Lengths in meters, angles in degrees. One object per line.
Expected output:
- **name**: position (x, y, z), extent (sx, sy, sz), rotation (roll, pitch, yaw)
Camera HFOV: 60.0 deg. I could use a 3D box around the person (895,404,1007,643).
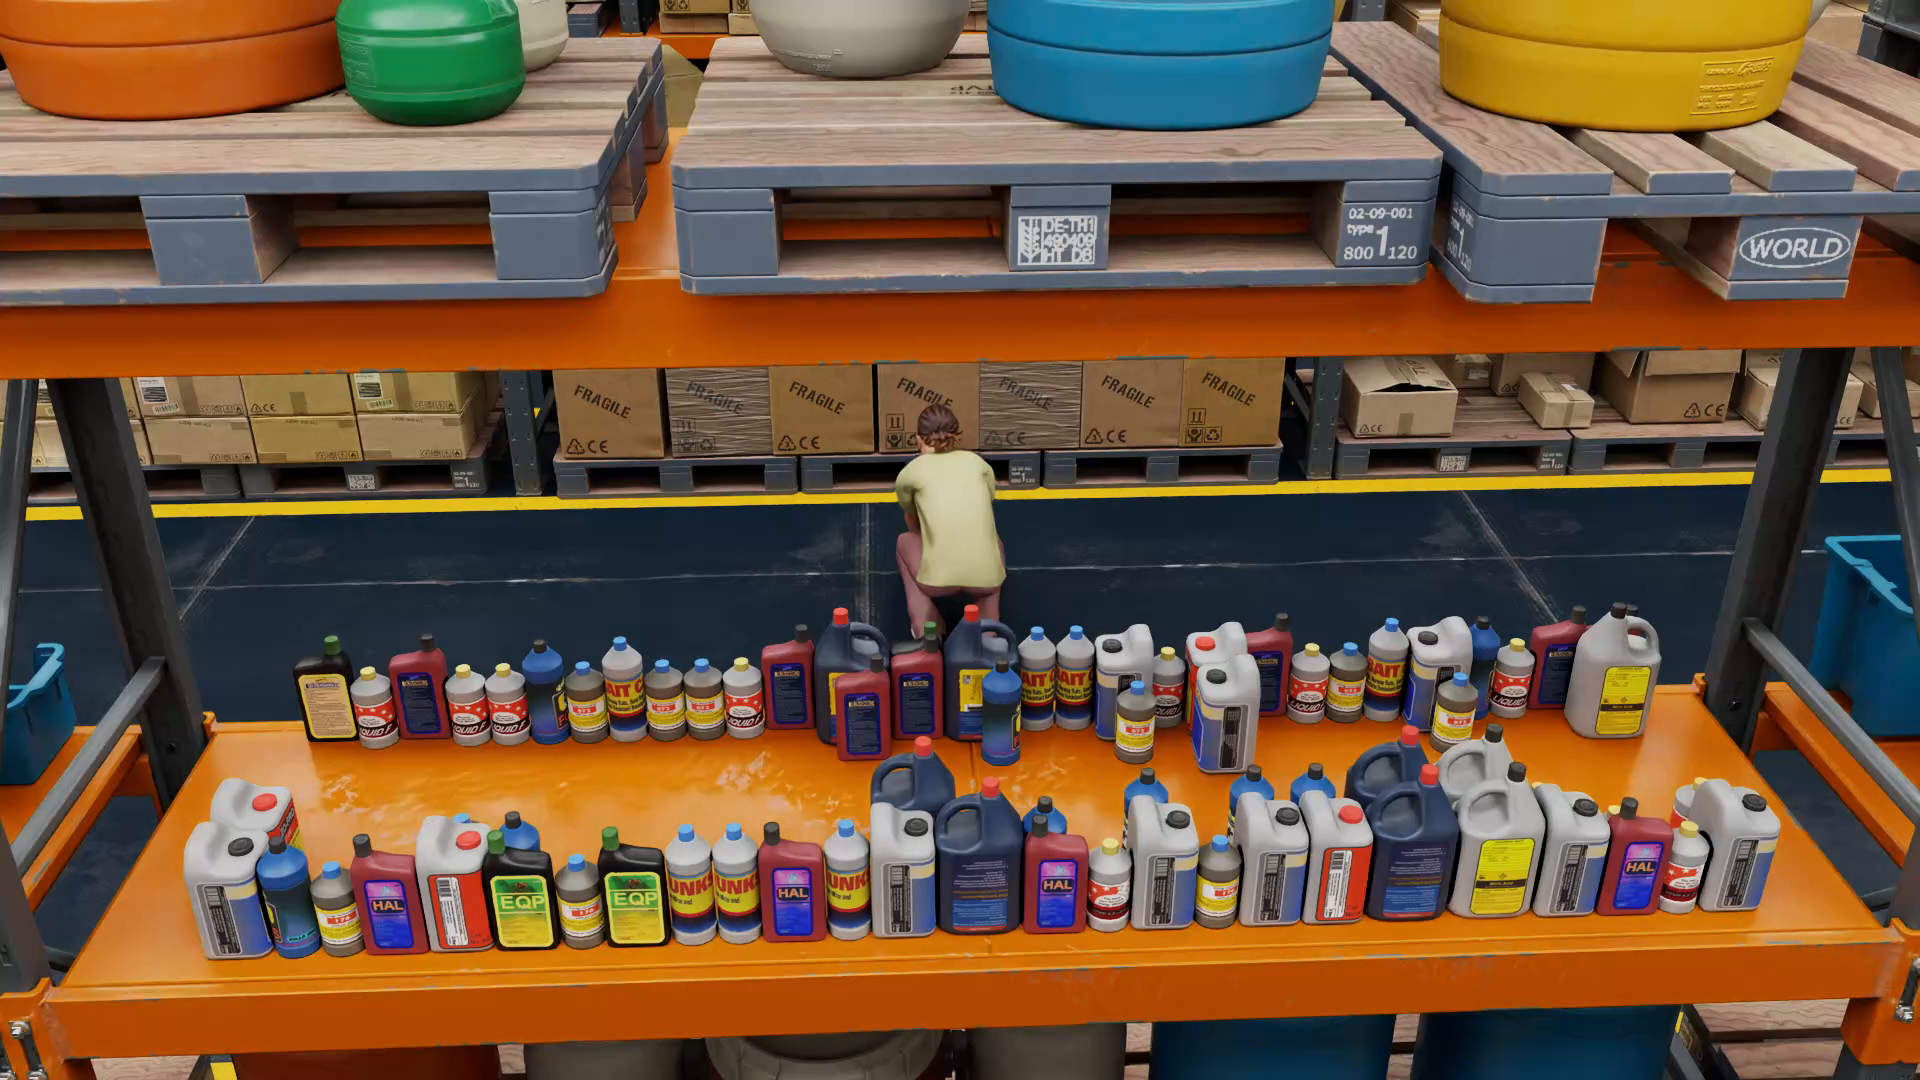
- **person**: position (-0.036, -0.047, 7.012), extent (0.468, 0.941, 0.809), rotation (-2, 28, -3)
